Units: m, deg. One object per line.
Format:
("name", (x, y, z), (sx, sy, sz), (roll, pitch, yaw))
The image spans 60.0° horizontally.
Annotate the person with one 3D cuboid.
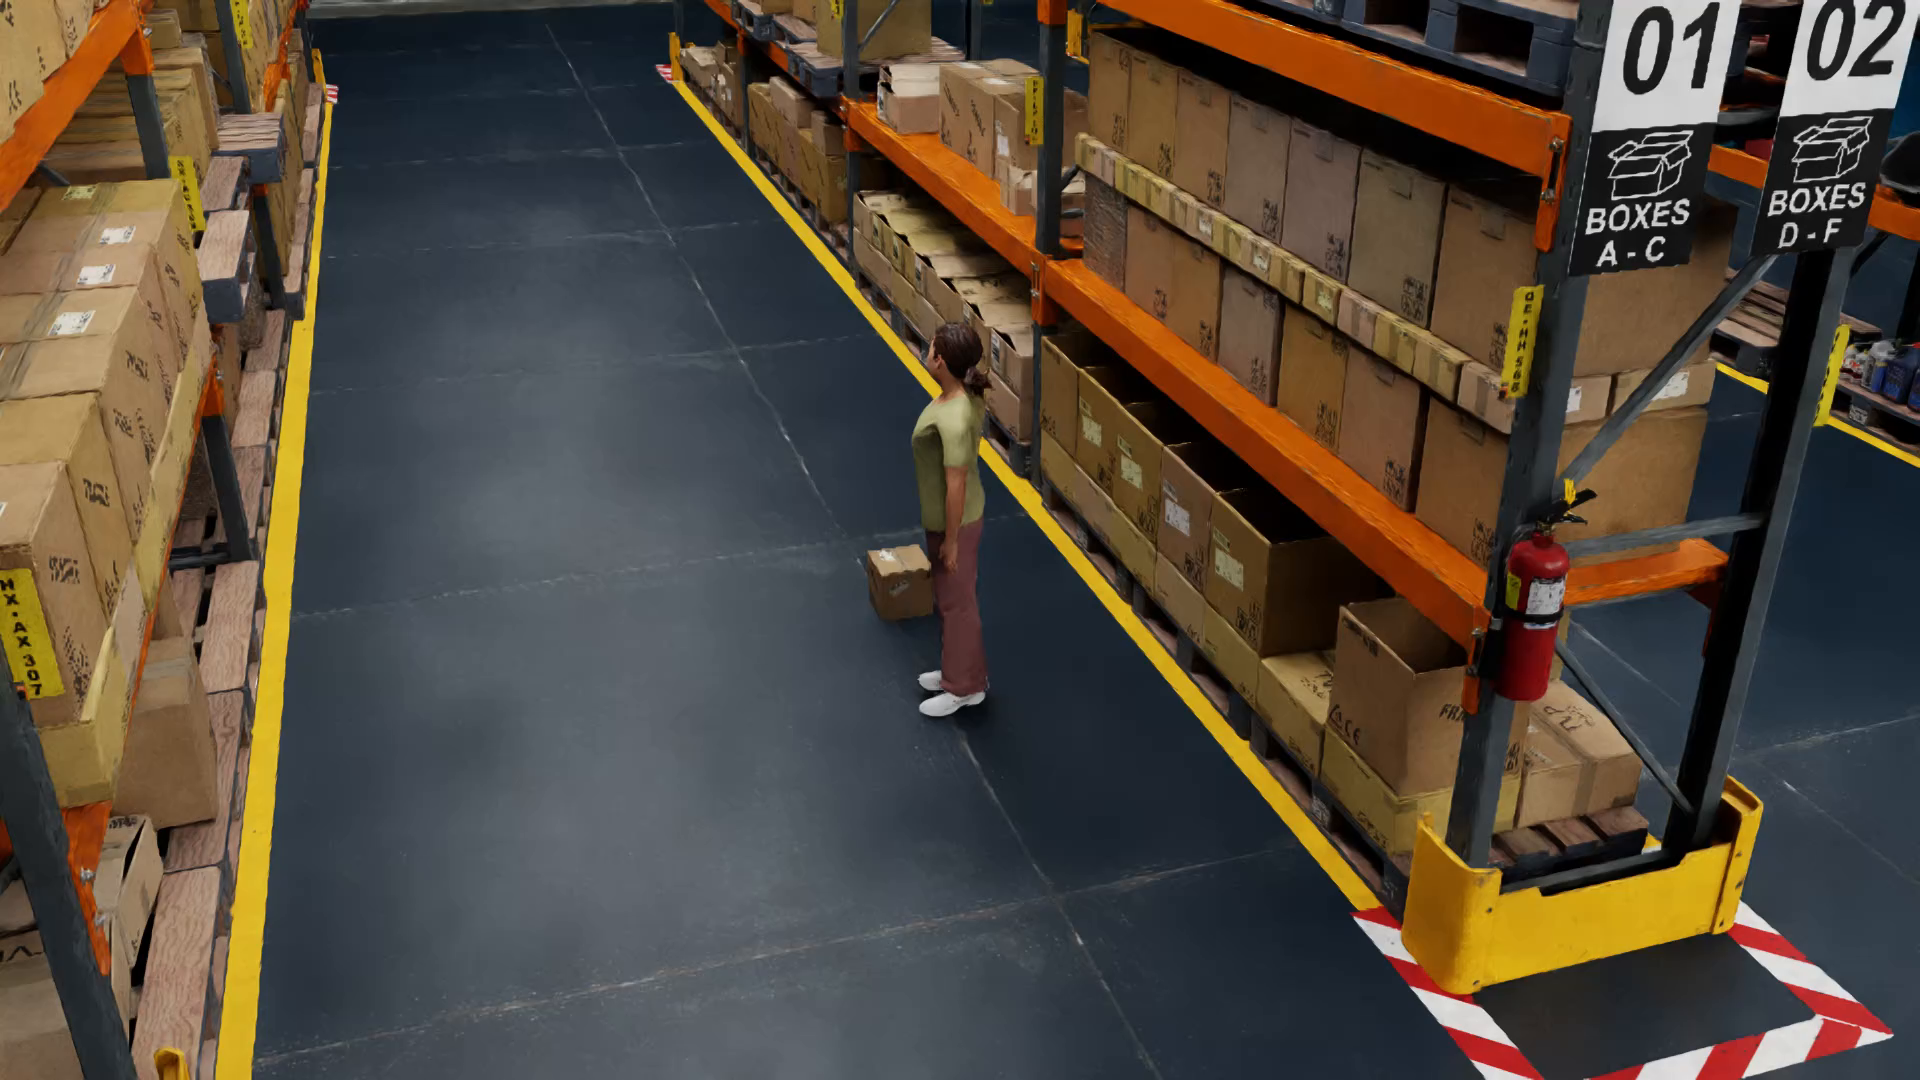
("person", (-0.032, -0.070, 6.749), (0.312, 1.647, 0.492), (2, 27, 4))
